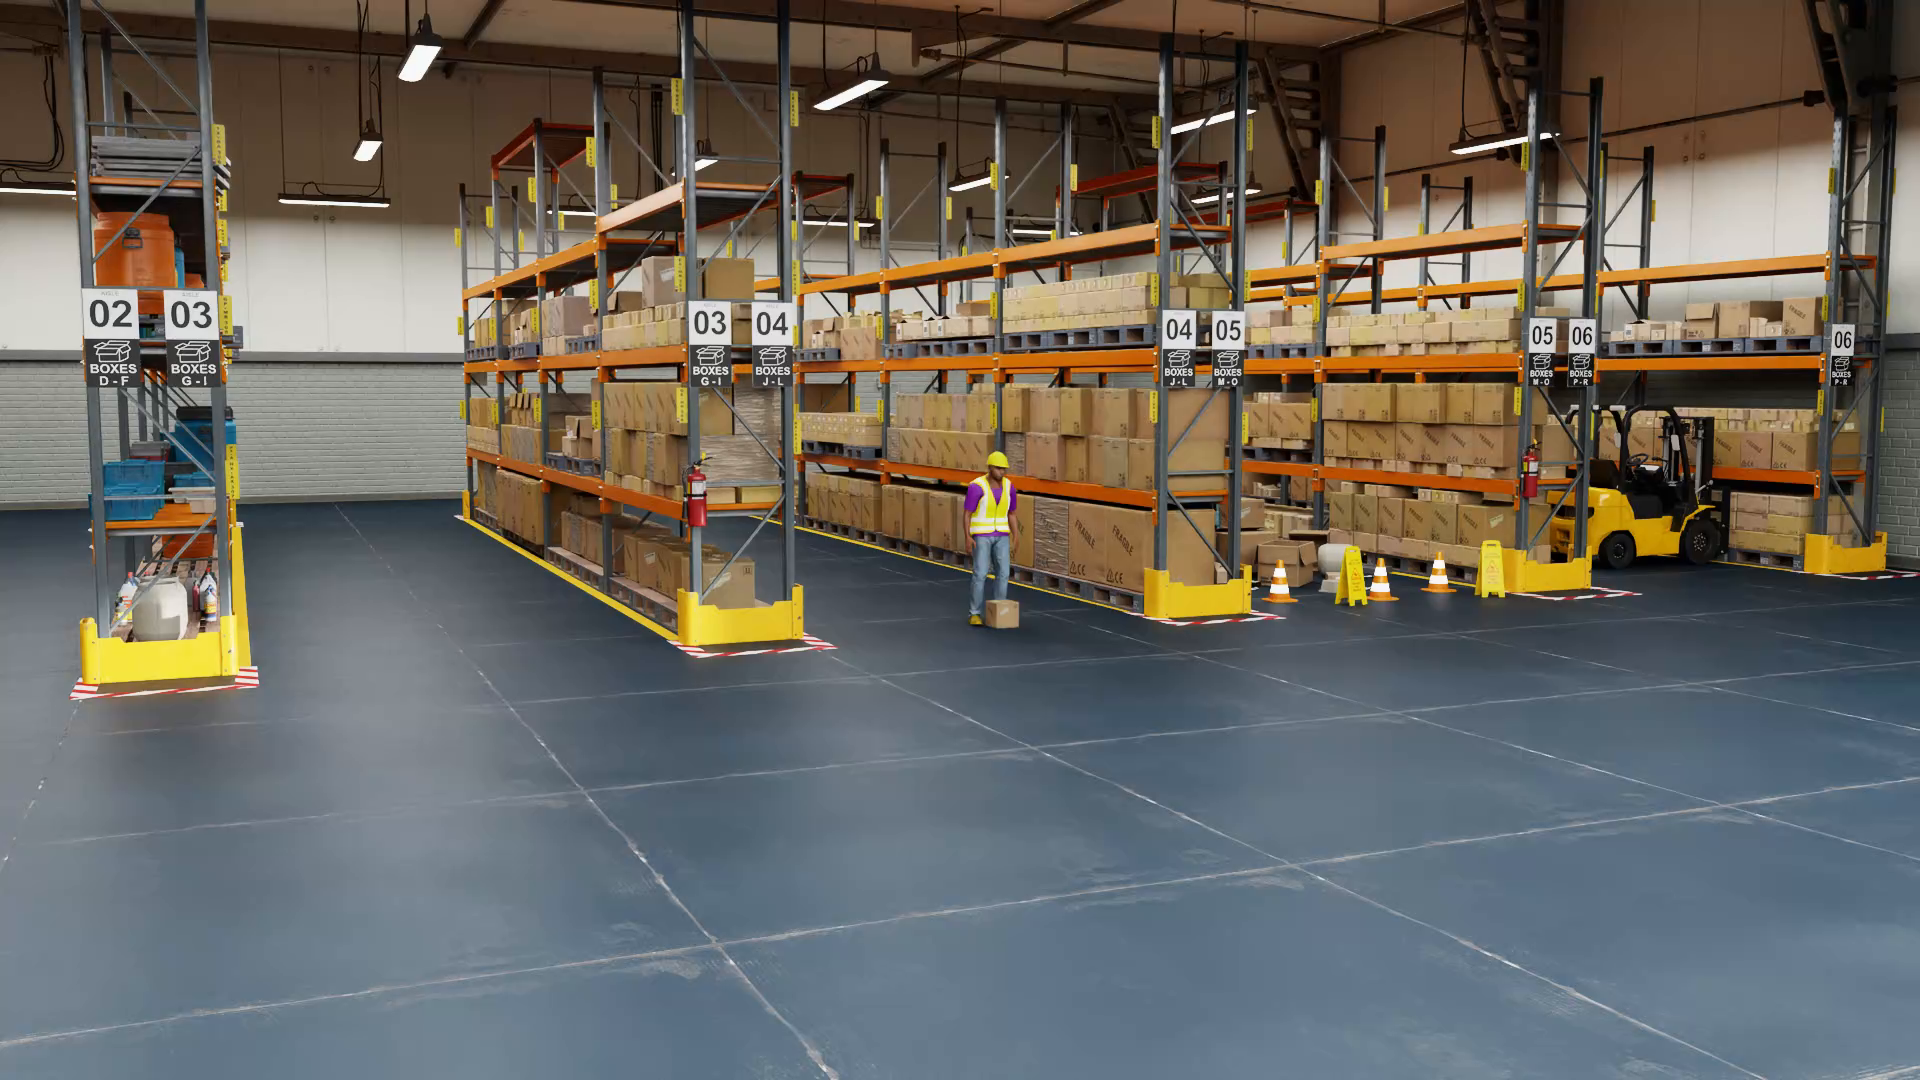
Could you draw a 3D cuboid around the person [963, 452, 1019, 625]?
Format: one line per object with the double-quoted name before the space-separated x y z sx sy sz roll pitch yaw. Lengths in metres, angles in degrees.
"person" 0.328 -0.023 16.922 0.625 1.759 0.463 -3 6 -26
